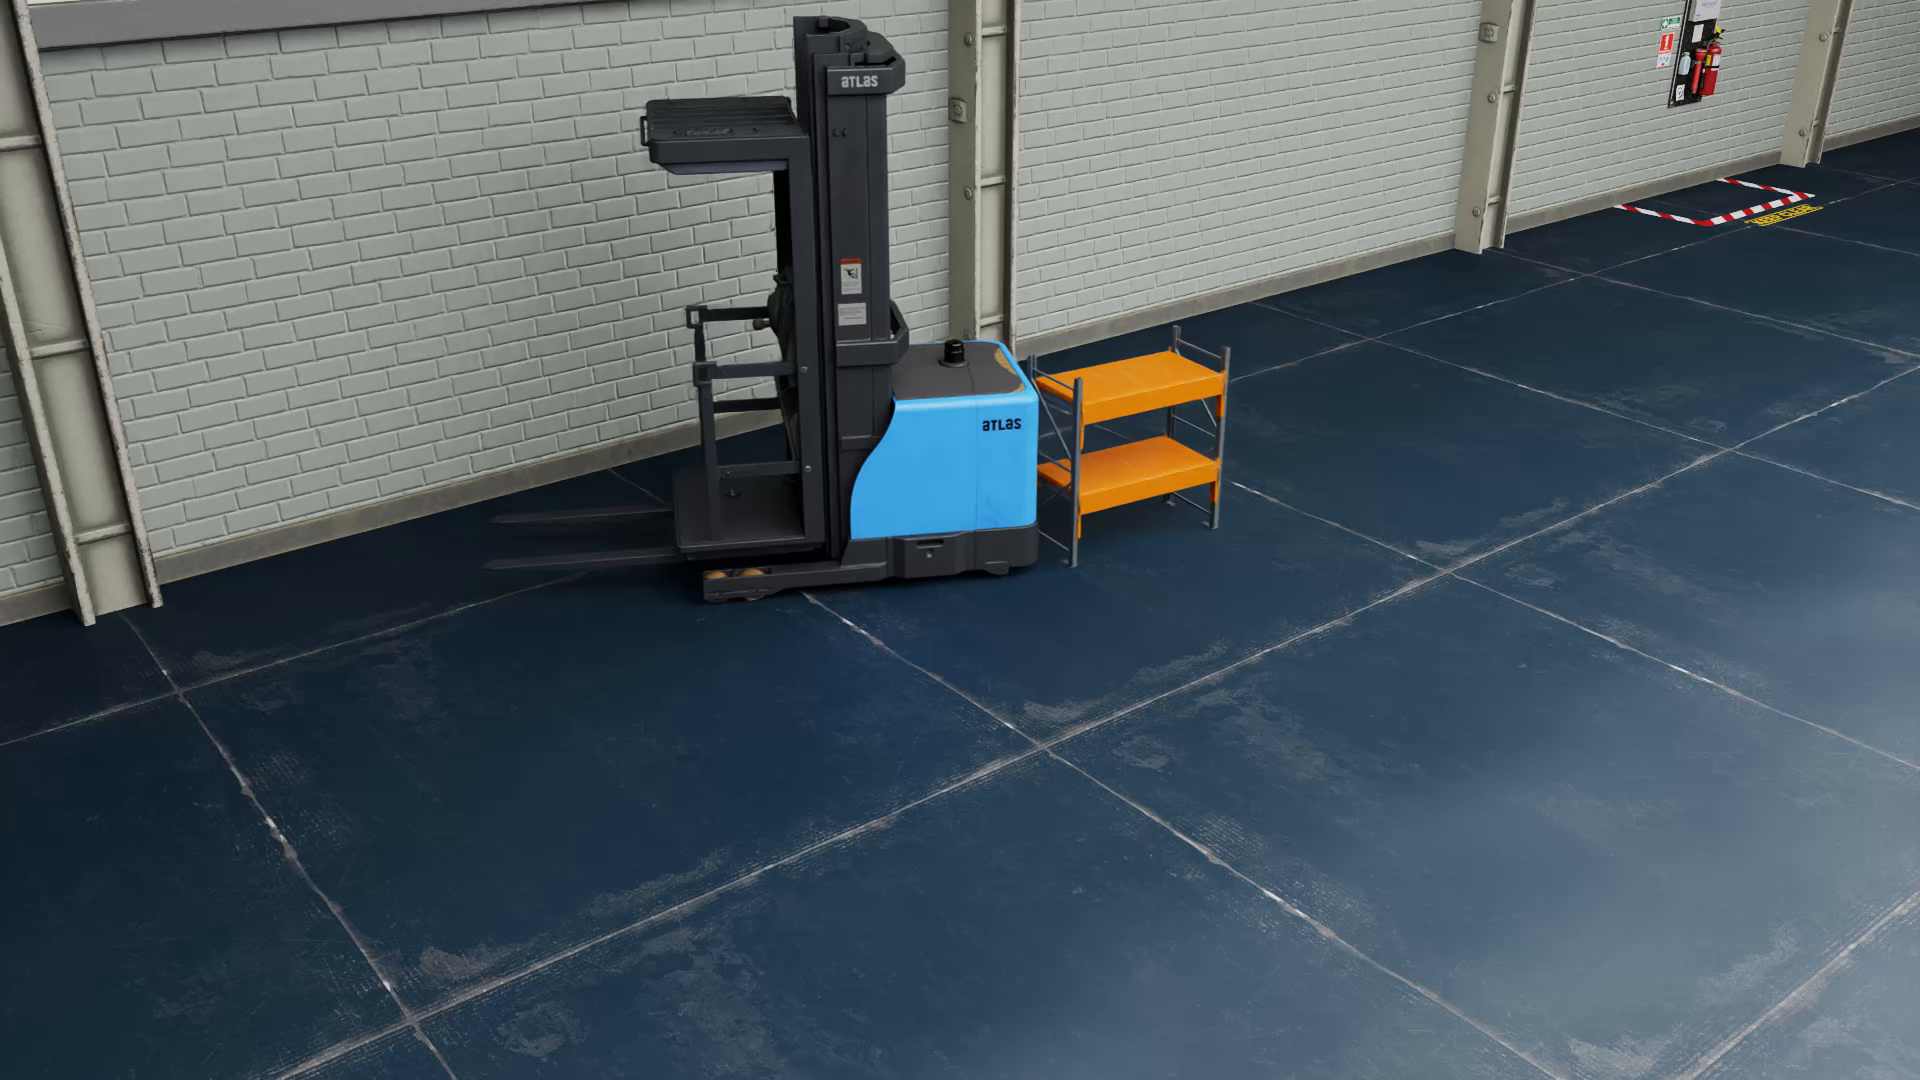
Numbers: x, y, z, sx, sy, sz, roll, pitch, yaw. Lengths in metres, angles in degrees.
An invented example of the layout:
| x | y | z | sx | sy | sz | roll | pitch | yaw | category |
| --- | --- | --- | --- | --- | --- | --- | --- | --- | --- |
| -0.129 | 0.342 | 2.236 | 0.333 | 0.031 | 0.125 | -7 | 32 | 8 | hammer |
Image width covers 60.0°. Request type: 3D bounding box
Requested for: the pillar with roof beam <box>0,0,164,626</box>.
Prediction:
| x | y | z | sx | sy | sz | roll | pitch | yaw | category |
| --- | --- | --- | --- | --- | --- | --- | --- | --- | --- |
| -1.900 | -2.303 | 4.022 | 0.400 | 9.000 | 9.100 | -18 | 31 | -34 | pillar with roof beam |

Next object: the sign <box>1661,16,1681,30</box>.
| x | y | z | sx | sy | sz | roll | pitch | yaw | category |
| --- | --- | --- | --- | --- | --- | --- | --- | --- | --- |
| 7.151 | -5.199 | 16.718 | 0.331 | 0.109 | 0.001 | -18 | 31 | -34 | sign |

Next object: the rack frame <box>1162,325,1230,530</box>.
| x | y | z | sx | sy | sz | roll | pitch | yaw | category |
| --- | --- | --- | --- | --- | --- | --- | --- | --- | --- |
| 1.391 | -0.664 | 9.846 | 0.032 | 1.125 | 0.500 | -14 | 28 | -28 | rack frame |

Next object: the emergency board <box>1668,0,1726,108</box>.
| x | y | z | sx | sy | sz | roll | pitch | yaw | category |
| --- | --- | --- | --- | --- | --- | --- | --- | --- | --- |
| 7.640 | -5.054 | 17.077 | 0.643 | 1.169 | 0.194 | -18 | 31 | -34 | emergency board |

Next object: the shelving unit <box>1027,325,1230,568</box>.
| x | y | z | sx | sy | sz | roll | pitch | yaw | category |
| --- | --- | --- | --- | --- | --- | --- | --- | --- | --- |
| 0.956 | -0.554 | 9.608 | 1.048 | 1.125 | 0.538 | -14 | 28 | -28 | shelving unit |

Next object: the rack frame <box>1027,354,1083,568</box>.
| x | y | z | sx | sy | sz | roll | pitch | yaw | category |
| --- | --- | --- | --- | --- | --- | --- | --- | --- | --- |
| 0.521 | -0.444 | 9.370 | 0.032 | 1.125 | 0.500 | -14 | 28 | -28 | rack frame |

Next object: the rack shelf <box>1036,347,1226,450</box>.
| x | y | z | sx | sy | sz | roll | pitch | yaw | category |
| --- | --- | --- | --- | --- | --- | --- | --- | --- | --- |
| 0.956 | -0.820 | 9.484 | 1.000 | 0.278 | 0.538 | -14 | 28 | -28 | rack shelf |

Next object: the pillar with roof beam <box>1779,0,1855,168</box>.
| x | y | z | sx | sy | sz | roll | pitch | yaw | category |
| --- | --- | --- | --- | --- | --- | --- | --- | --- | --- |
| 12.265 | -6.978 | 14.097 | 0.400 | 9.000 | 9.100 | -18 | 31 | -34 | pillar with roof beam |

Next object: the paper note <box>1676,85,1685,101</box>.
| x | y | z | sx | sy | sz | roll | pitch | yaw | category |
| --- | --- | --- | --- | --- | --- | --- | --- | --- | --- |
| 7.458 | -4.631 | 17.212 | 0.142 | 0.148 | 0.016 | -18 | 31 | -34 | paper note |

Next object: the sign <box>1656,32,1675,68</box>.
| x | y | z | sx | sy | sz | roll | pitch | yaw | category |
| --- | --- | --- | --- | --- | --- | --- | --- | --- | --- |
| 7.142 | -4.961 | 16.833 | 0.234 | 0.329 | 0.001 | -18 | 31 | -34 | sign |

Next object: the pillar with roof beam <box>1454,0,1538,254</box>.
| x | y | z | sx | sy | sz | roll | pitch | yaw | category |
| --- | --- | --- | --- | --- | --- | --- | --- | --- | --- |
| 7.543 | -5.420 | 10.739 | 0.400 | 9.000 | 9.100 | -18 | 31 | -34 | pillar with roof beam |

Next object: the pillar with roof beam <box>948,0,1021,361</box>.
| x | y | z | sx | sy | sz | roll | pitch | yaw | category |
| --- | --- | --- | --- | --- | --- | --- | --- | --- | --- |
| 2.822 | -3.861 | 7.380 | 0.400 | 9.000 | 9.100 | -18 | 31 | -34 | pillar with roof beam |

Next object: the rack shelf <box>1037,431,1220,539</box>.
| x | y | z | sx | sy | sz | roll | pitch | yaw | category |
| --- | --- | --- | --- | --- | --- | --- | --- | --- | --- |
| 0.956 | -0.332 | 9.711 | 1.000 | 0.278 | 0.538 | -14 | 28 | -28 | rack shelf |

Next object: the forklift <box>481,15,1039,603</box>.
| x | y | z | sx | sy | sz | roll | pitch | yaw | category |
| --- | --- | --- | --- | --- | --- | --- | --- | --- | --- |
| -1.130 | -1.227 | 8.913 | 3.031 | 2.935 | 1.130 | -4 | 25 | -9 | forklift |
